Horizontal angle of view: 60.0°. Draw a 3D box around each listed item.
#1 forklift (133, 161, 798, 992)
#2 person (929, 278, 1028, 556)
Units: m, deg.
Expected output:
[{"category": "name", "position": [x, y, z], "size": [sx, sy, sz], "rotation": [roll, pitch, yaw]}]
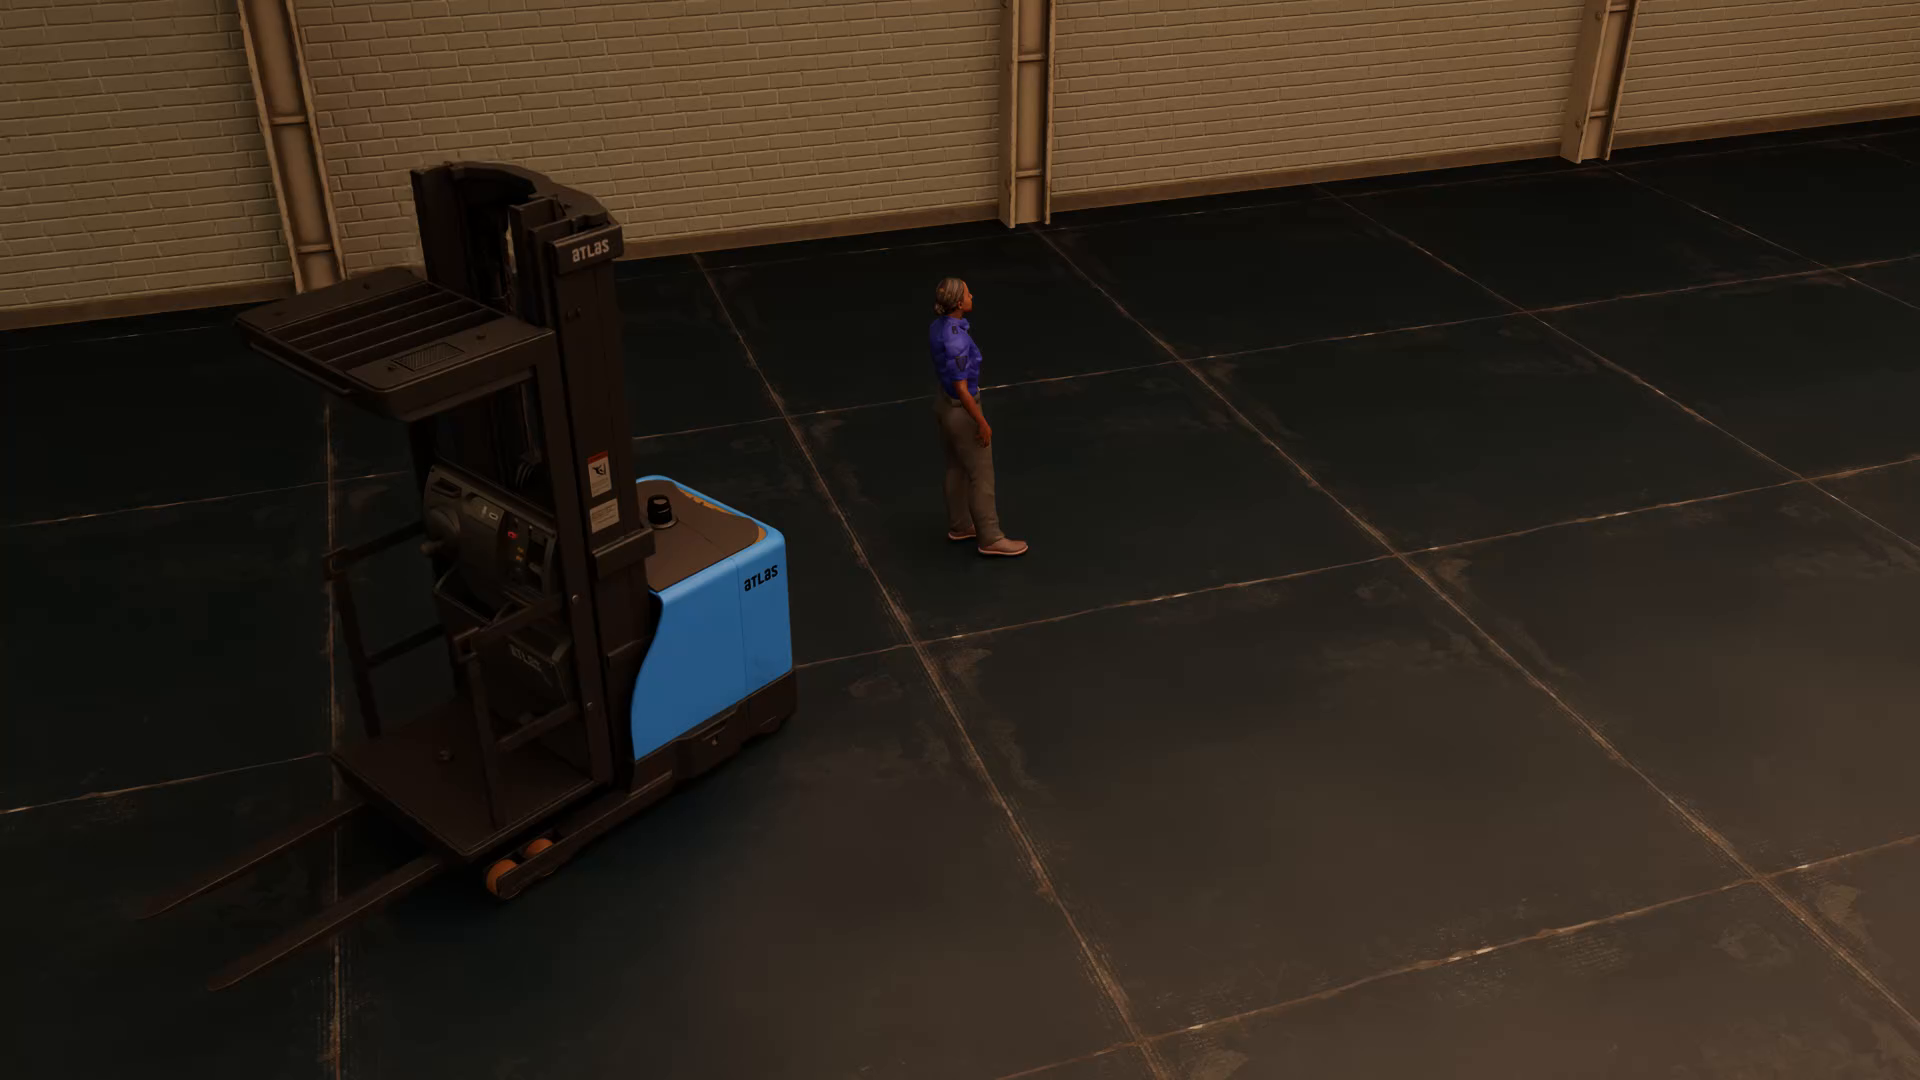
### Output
[{"category": "forklift", "position": [-2.175, 0.016, 7.059], "size": [1.130, 2.935, 3.031], "rotation": [24, 38, 35]}, {"category": "person", "position": [0.089, -0.728, 9.617], "size": [0.504, 1.654, 0.569], "rotation": [-10, 31, -16]}]
